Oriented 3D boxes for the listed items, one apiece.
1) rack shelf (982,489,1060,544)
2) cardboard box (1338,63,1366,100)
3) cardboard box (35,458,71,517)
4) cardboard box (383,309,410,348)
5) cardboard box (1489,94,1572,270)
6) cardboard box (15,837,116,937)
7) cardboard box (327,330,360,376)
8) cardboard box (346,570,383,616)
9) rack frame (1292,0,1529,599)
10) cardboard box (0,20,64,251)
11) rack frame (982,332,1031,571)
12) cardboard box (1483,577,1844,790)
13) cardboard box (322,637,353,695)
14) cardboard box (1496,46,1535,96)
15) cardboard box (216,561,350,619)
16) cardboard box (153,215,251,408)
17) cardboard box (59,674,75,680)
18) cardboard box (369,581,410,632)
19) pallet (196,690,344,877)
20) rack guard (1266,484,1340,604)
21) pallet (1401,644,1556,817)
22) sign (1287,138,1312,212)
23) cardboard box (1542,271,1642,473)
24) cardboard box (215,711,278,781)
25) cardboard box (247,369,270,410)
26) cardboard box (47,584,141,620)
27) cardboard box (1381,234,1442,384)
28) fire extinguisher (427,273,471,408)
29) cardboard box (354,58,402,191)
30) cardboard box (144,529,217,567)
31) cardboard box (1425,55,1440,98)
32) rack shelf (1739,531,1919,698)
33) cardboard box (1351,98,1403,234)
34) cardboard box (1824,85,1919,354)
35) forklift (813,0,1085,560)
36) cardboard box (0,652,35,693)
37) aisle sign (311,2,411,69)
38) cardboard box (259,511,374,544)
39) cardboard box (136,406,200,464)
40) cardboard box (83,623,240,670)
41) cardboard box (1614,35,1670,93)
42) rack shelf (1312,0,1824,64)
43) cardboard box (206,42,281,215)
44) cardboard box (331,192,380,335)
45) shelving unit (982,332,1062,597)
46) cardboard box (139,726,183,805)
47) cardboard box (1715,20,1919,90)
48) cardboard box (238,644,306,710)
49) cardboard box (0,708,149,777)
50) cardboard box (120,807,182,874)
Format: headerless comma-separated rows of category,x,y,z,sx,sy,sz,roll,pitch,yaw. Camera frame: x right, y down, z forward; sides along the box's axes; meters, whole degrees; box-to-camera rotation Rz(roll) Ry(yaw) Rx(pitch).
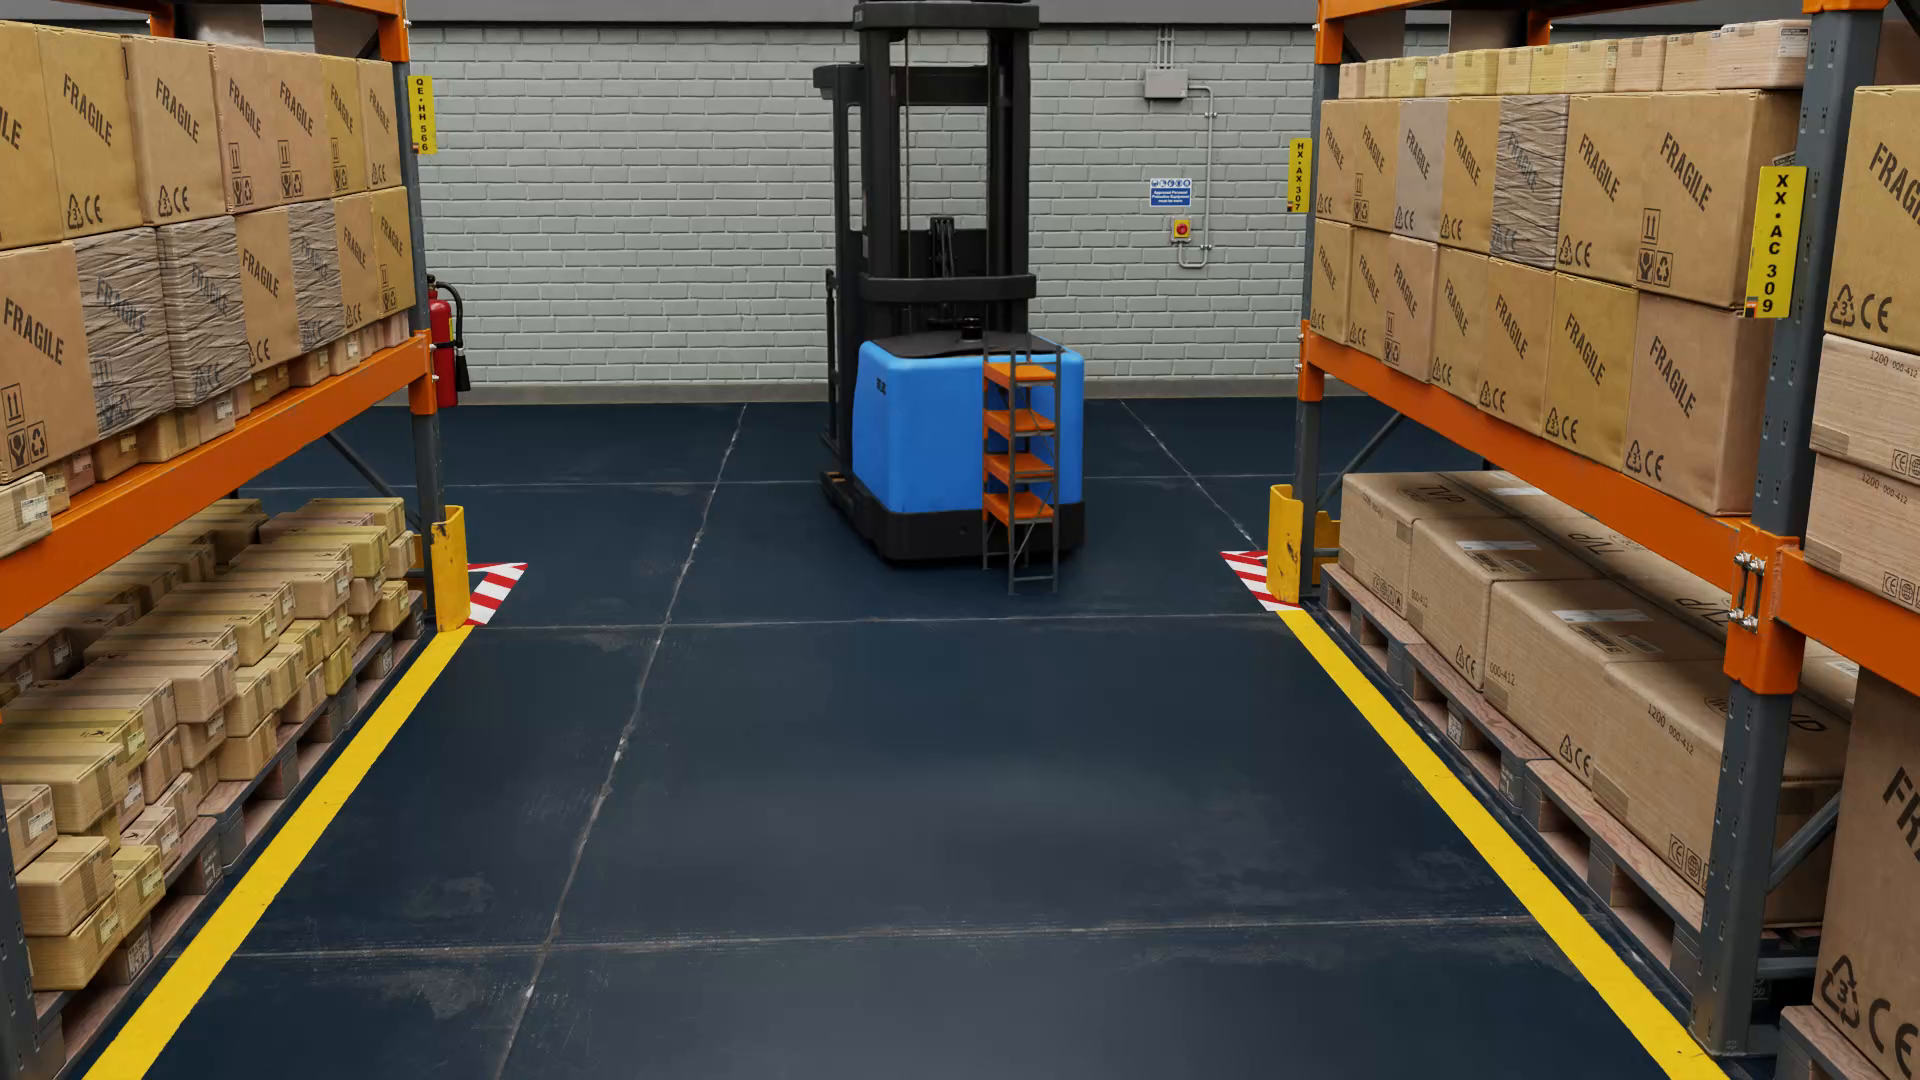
rack shelf,0.292,-0.119,8.149,0.258,0.148,0.480,-4,15,-14
cardboard box,1.833,-1.950,7.078,0.380,0.149,0.250,-1,14,-2
cardboard box,-2.380,-0.117,3.964,0.380,0.149,0.250,0,14,-2
cardboard box,-2.544,-0.896,6.994,0.380,0.149,0.250,-1,14,-3
cardboard box,1.966,-1.100,5.074,0.500,0.500,0.500,-1,14,-3
cardboard box,-2.302,0.838,4.030,0.380,0.149,0.250,0,14,-1
cardboard box,-2.497,-0.708,6.264,0.380,0.149,0.250,0,14,-2
cardboard box,-2.495,0.195,6.531,0.380,0.149,0.250,-1,15,-6
rack frame,2.088,-1.196,7.655,1.000,3.000,0.127,-1,14,-3
cardboard box,-2.384,-0.892,3.671,0.500,0.500,0.500,-1,14,-2
rack frame,0.232,-0.436,8.311,0.240,1.200,0.015,-4,15,-14
cardboard box,2.348,0.456,5.534,0.875,0.438,0.875,-1,14,-5
cardboard box,-2.452,0.464,6.084,0.380,0.149,0.250,-2,15,-6
cardboard box,1.952,-1.500,5.326,0.380,0.149,0.250,-1,14,-3
cardboard box,-2.435,0.180,5.993,0.380,0.149,0.250,0,14,-1
cardboard box,-2.411,-0.668,4.805,0.500,0.500,0.500,-1,14,-5
cardboard box,-2.948,0.533,5.218,0.380,0.149,0.250,-2,15,-6
cardboard box,-2.489,0.273,6.825,0.380,0.149,0.250,0,14,-2
pallet,-2.754,0.780,5.571,1.003,0.211,1.213,-1,14,-3
rack guard,2.086,0.009,7.990,1.175,0.500,0.348,-1,14,-3
pallet,2.288,0.655,6.058,1.003,0.211,1.213,-1,14,-3
sign,1.533,-1.647,7.510,0.100,0.325,0.005,-1,14,-3
cardboard box,2.014,-0.489,4.706,0.500,0.500,0.500,-1,14,-5
cardboard box,-2.422,0.660,5.320,0.380,0.149,0.250,-1,14,-5
cardboard box,-2.520,-0.509,5.488,0.380,0.149,0.250,-1,14,-2
cardboard box,-3.052,0.257,5.692,0.380,0.149,0.250,-1,14,-3
cardboard box,1.903,-0.869,6.182,0.500,0.500,0.500,-1,14,-4
fire extinguisher,-2.402,-0.946,7.588,0.296,0.674,0.183,-1,14,-3
cardboard box,-2.570,-1.661,6.659,0.500,0.500,0.500,-1,14,-5
cardboard box,-3.128,0.062,6.452,0.380,0.149,0.250,-1,14,-4
cardboard box,1.925,-1.690,6.066,0.380,0.149,0.250,-1,14,-3
rack shelf,2.459,0.645,1.945,1.077,0.370,4.000,-1,14,-3
cardboard box,1.872,-1.477,6.538,0.500,0.500,0.500,-1,14,-5
cardboard box,2.076,-0.620,3.209,0.500,0.500,0.500,-1,14,-3
forklift,-0.213,-1.641,9.521,1.130,2.935,3.031,-4,15,-14
cardboard box,-3.006,0.449,4.948,0.380,0.149,0.250,-2,15,-6
aisle sign,-2.552,-2.376,7.025,0.394,0.787,0.004,-1,14,-3
cardboard box,-2.603,-0.014,6.747,0.380,0.149,0.250,-1,14,-2
cardboard box,-2.410,-0.314,4.730,0.380,0.149,0.250,-1,14,-2
cardboard box,-2.509,0.373,5.240,0.380,0.149,0.250,-1,15,-6
cardboard box,2.051,-1.312,4.596,0.380,0.149,0.250,-1,14,-4
rack shelf,2.212,-1.803,5.438,1.077,0.370,4.000,-1,14,-3
cardboard box,-2.462,-1.275,5.156,0.500,0.500,0.500,-1,14,-5
cardboard box,-2.535,-1.051,6.294,0.500,0.500,0.500,-1,14,-4
shelving unit,0.292,-0.377,8.082,0.258,1.200,0.503,-4,15,-14
cardboard box,-2.472,0.650,4.763,0.380,0.149,0.250,-2,15,-6
cardboard box,1.999,-1.120,3.850,0.380,0.149,0.250,-1,14,-5
cardboard box,-2.408,0.455,5.518,0.380,0.149,0.250,-1,14,-3
cardboard box,-2.436,0.569,4.480,0.380,0.149,0.250,-1,14,-4
cardboard box,-2.384,0.855,4.563,0.380,0.149,0.250,-1,14,-4
